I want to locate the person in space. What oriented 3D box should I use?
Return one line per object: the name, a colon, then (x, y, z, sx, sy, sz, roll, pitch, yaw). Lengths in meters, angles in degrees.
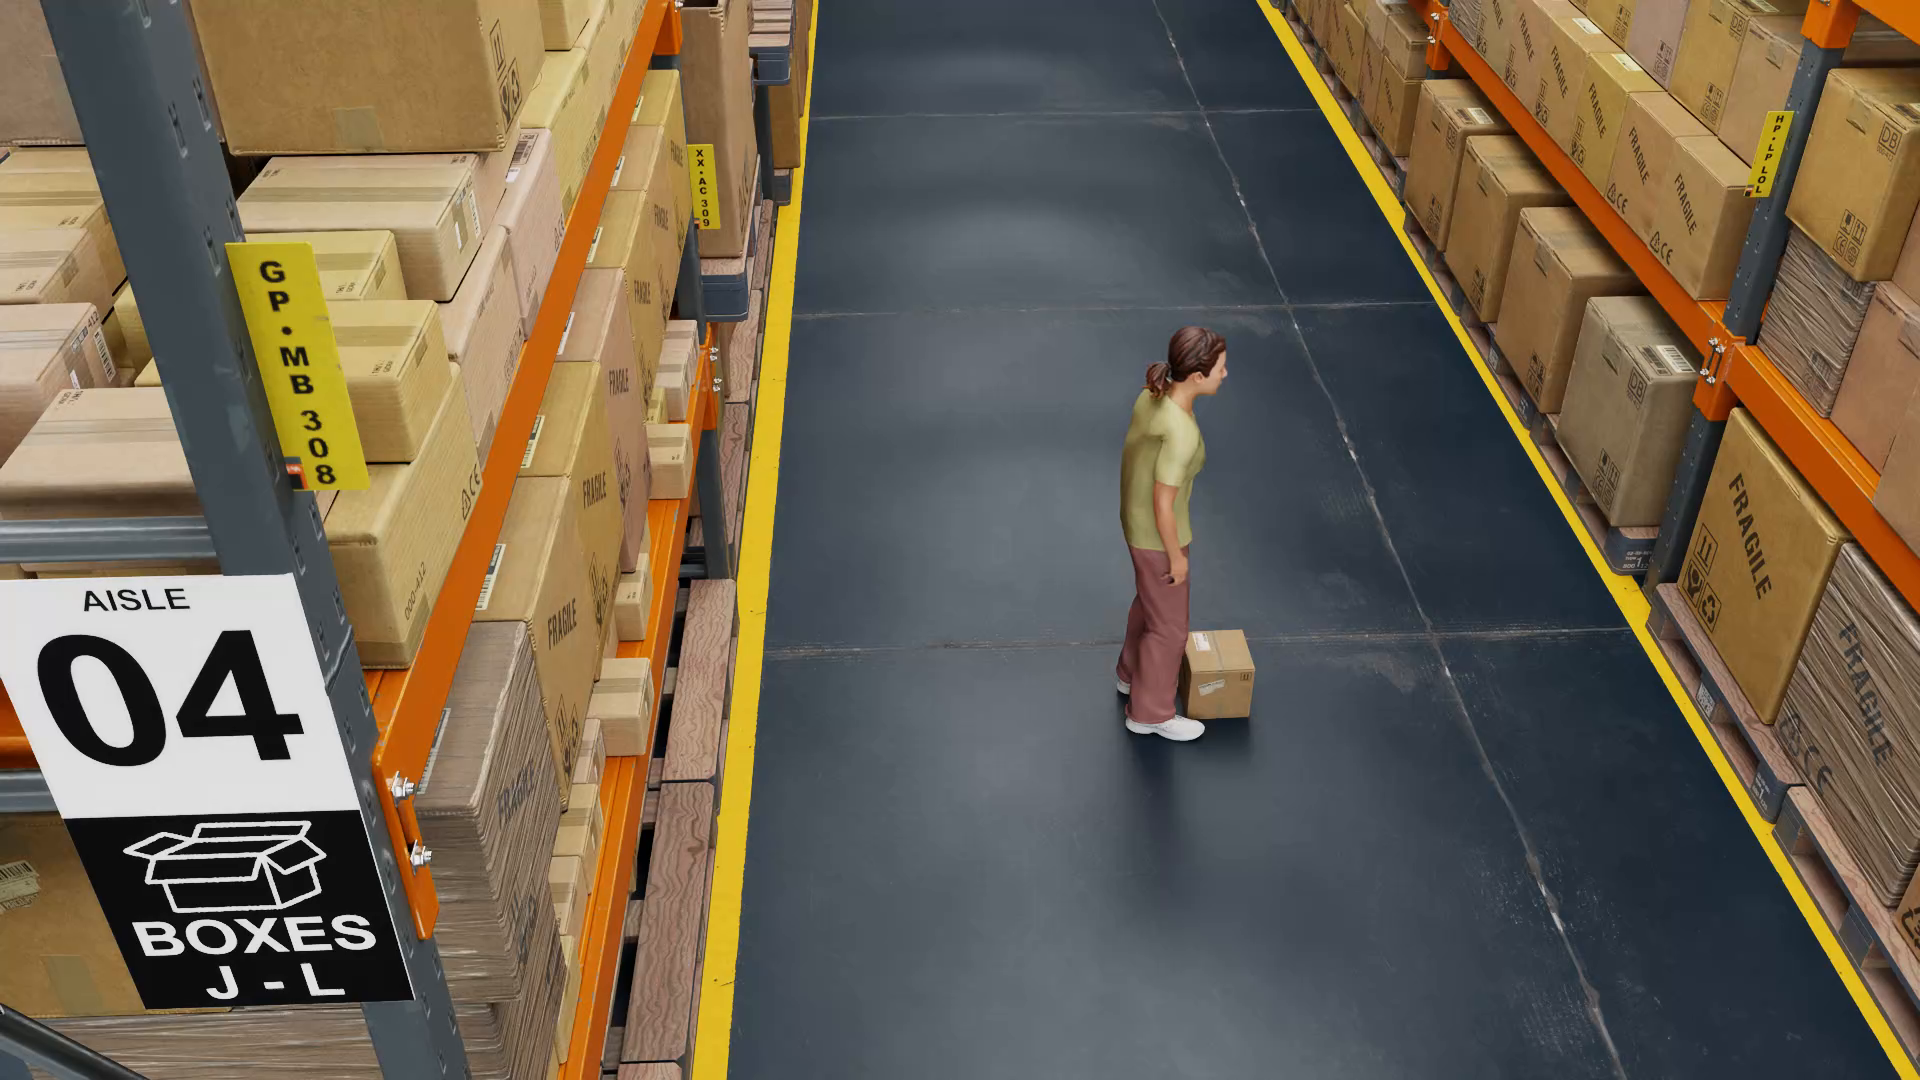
person: (0.768, -0.035, 6.196, 0.353, 1.673, 0.502, -2, 35, -3)
